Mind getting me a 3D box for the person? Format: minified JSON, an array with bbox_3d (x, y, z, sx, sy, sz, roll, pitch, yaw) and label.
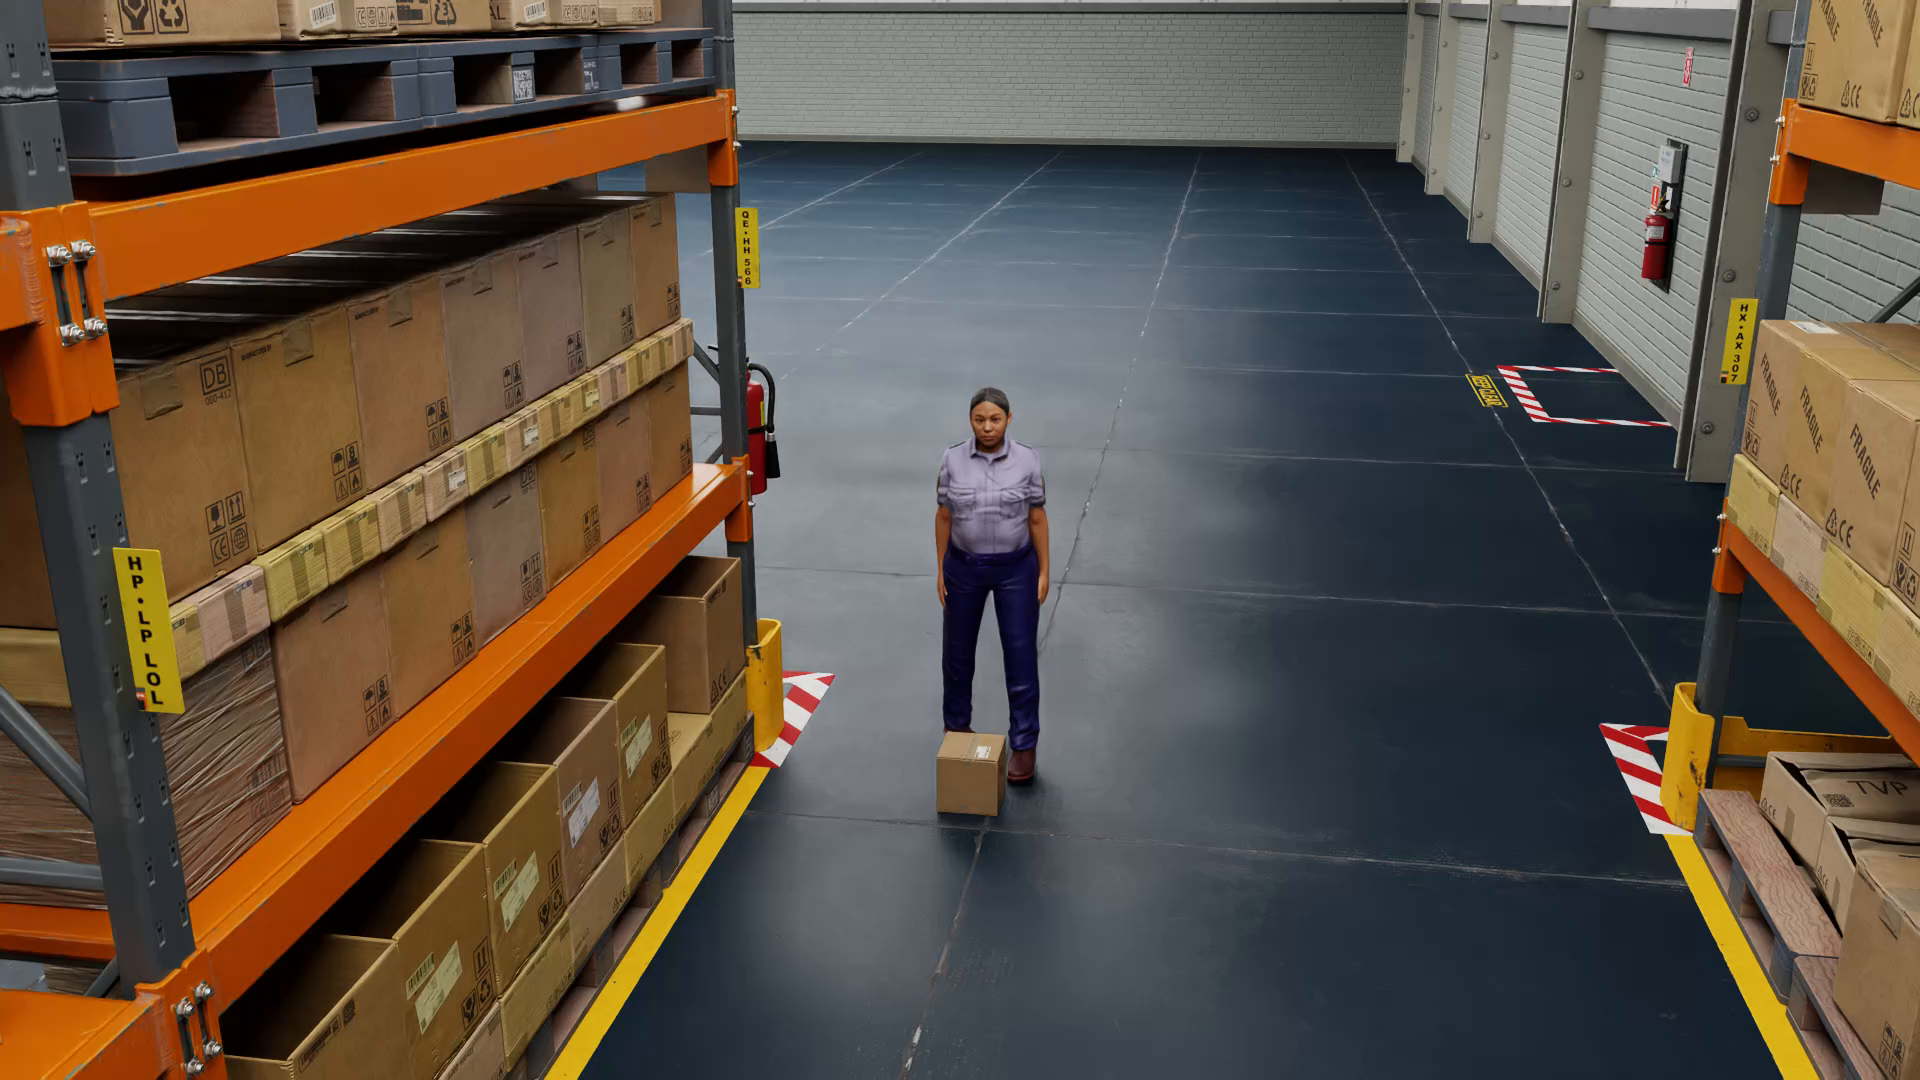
[{"bbox_3d":[0.132,0.176,7.037,0.491,1.654,0.548,1,18,3],"label":"person"}]
